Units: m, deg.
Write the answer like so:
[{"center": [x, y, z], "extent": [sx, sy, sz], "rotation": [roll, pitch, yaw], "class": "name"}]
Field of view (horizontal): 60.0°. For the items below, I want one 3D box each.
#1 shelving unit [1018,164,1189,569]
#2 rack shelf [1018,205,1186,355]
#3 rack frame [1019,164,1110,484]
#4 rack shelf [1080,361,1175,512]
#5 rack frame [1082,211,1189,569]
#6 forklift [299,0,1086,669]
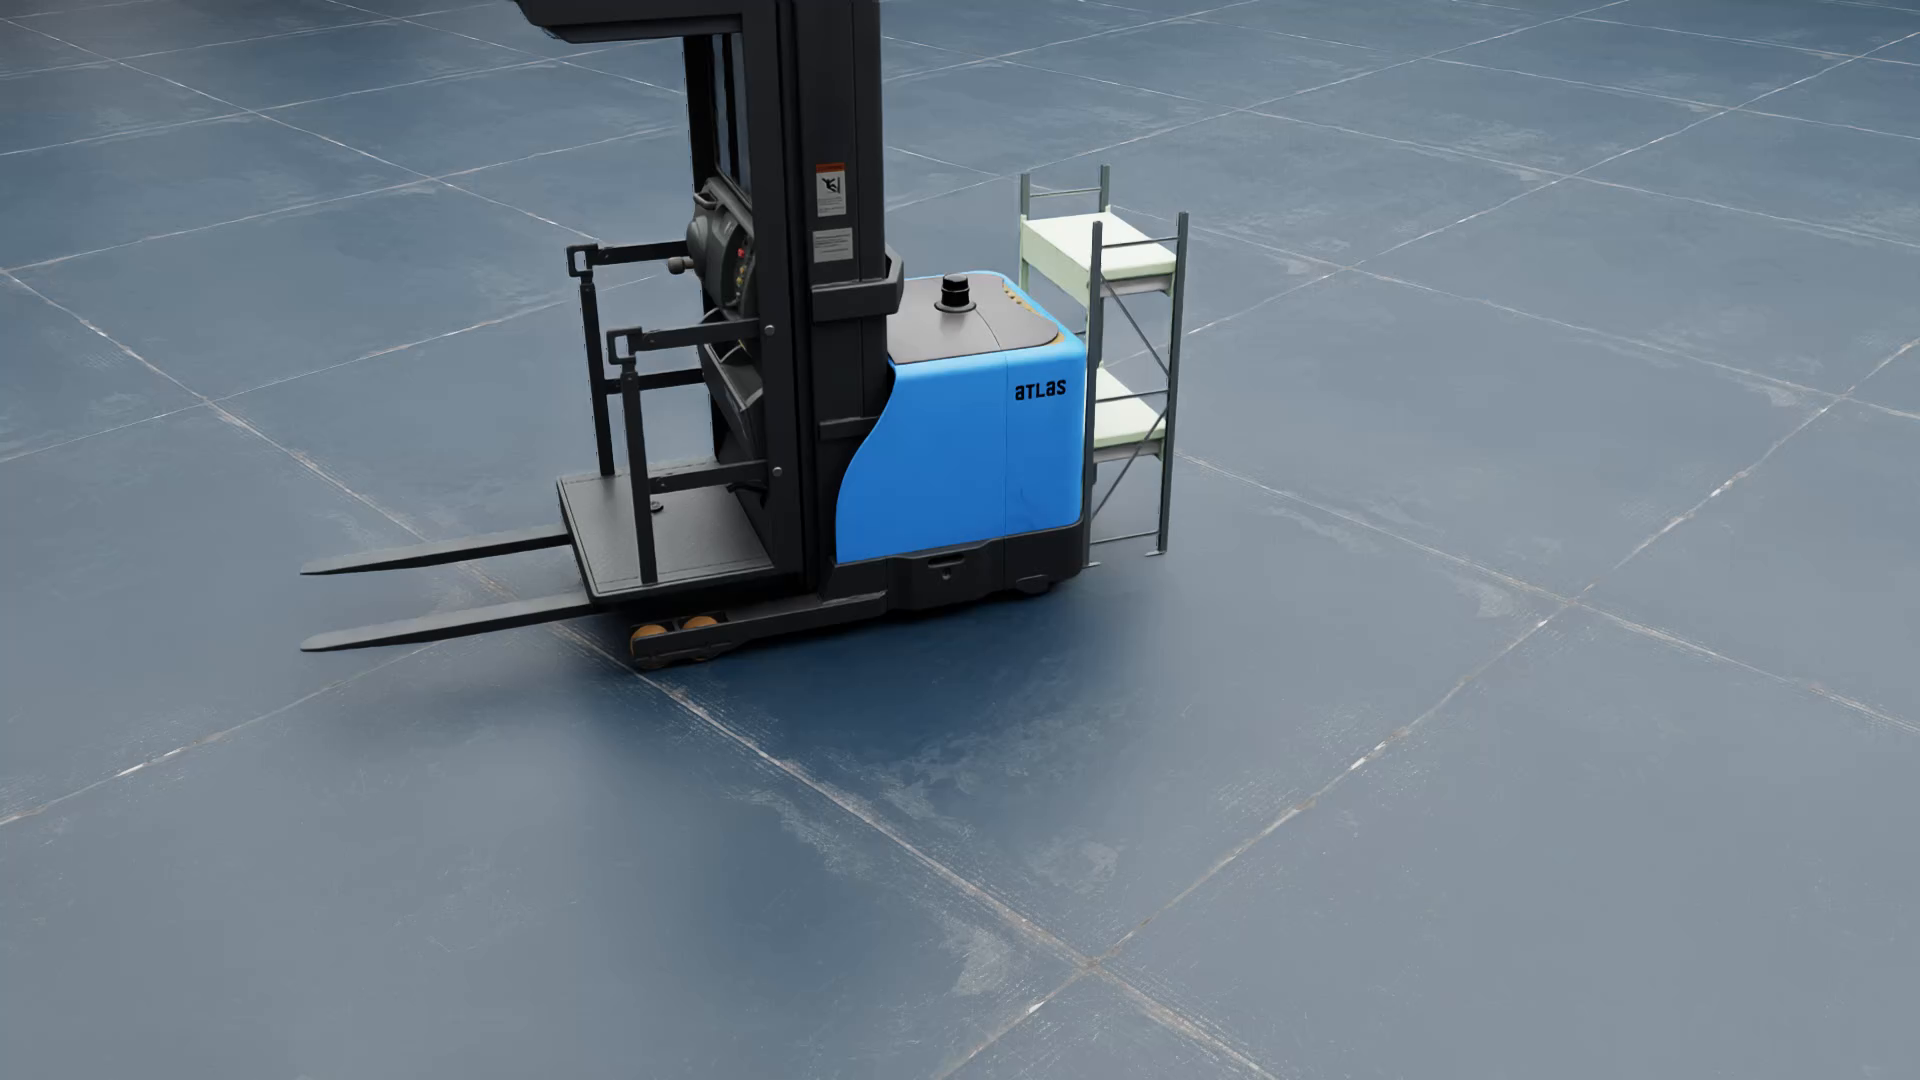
[{"center": [0.570, -0.739, 7.044], "extent": [0.431, 1.500, 0.755], "rotation": [-10, 29, -18], "class": "shelving unit"}, {"center": [0.570, -1.084, 6.862], "extent": [0.431, 0.370, 0.720], "rotation": [-10, 29, -18], "class": "rack shelf"}, {"center": [0.445, -0.899, 7.348], "extent": [0.400, 1.500, 0.023], "rotation": [-10, 29, -18], "class": "rack frame"}, {"center": [0.570, -0.450, 7.195], "extent": [0.431, 0.370, 0.720], "rotation": [-10, 29, -18], "class": "rack shelf"}, {"center": [0.696, -0.579, 6.739], "extent": [0.400, 1.500, 0.023], "rotation": [-10, 29, -18], "class": "rack frame"}, {"center": [-1.071, -1.083, 6.161], "extent": [3.031, 2.935, 1.130], "rotation": [-9, 29, -17], "class": "forklift"}]
